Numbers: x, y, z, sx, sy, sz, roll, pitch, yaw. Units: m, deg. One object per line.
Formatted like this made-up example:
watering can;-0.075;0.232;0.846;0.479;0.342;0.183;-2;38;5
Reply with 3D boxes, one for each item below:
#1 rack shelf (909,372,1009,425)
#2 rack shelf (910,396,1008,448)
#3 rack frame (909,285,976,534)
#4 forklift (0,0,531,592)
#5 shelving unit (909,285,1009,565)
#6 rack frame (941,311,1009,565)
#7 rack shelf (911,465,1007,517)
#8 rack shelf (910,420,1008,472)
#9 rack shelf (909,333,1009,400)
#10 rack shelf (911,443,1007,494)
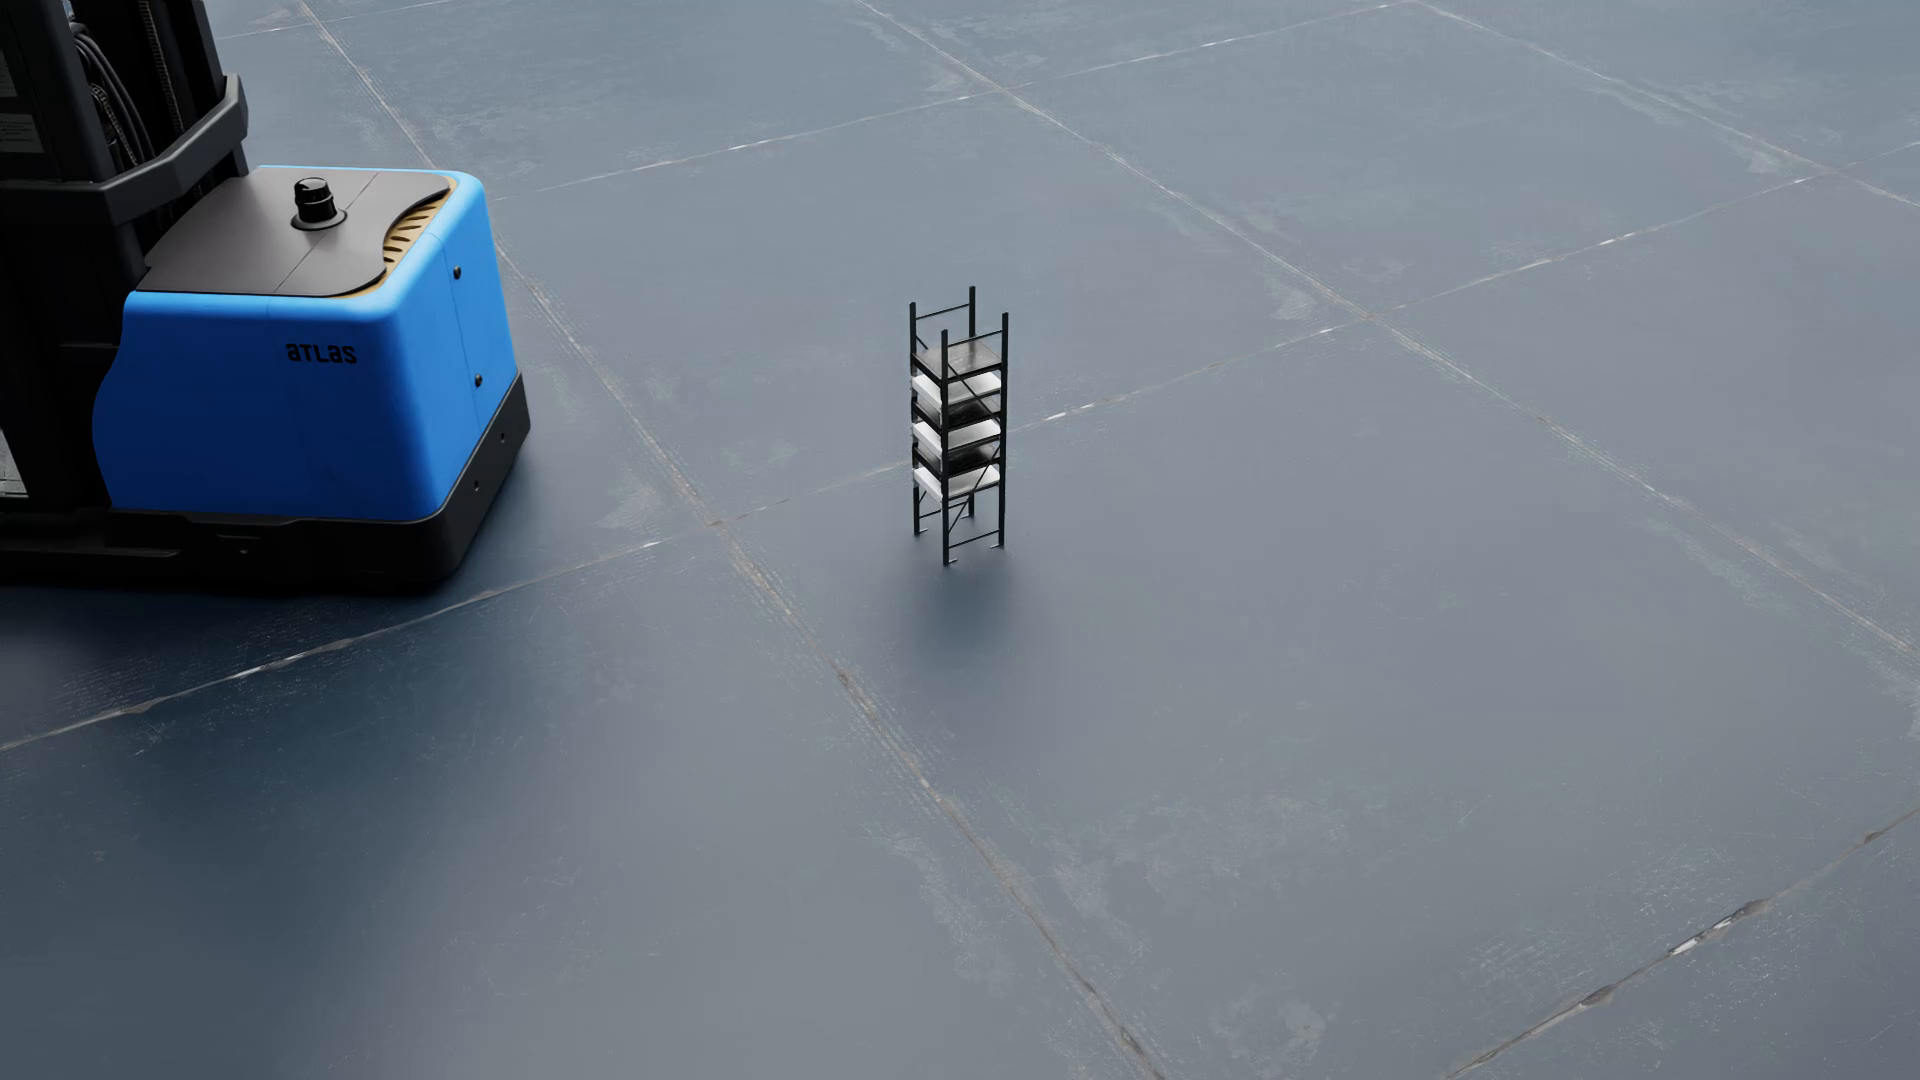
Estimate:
rack shelf;-0.004;-0.486;5.404;0.258;0.077;0.200;-19;40;-24
rack shelf;-0.004;-0.413;5.457;0.258;0.077;0.200;-19;40;-24
rack frame;-0.055;-0.419;5.561;0.240;0.900;0.006;-19;40;-24
forklift;-3.142;-1.355;5.120;3.031;2.935;1.130;3;36;3
shelving unit;-0.004;-0.368;5.490;0.258;0.900;0.210;-19;40;-24
rack frame;0.047;-0.316;5.419;0.240;0.900;0.006;-19;40;-24
rack shelf;-0.004;-0.195;5.616;0.258;0.077;0.200;-19;40;-24
rack shelf;-0.004;-0.341;5.510;0.258;0.077;0.200;-19;40;-24
rack shelf;-0.004;-0.559;5.351;0.258;0.077;0.200;-19;40;-24
rack shelf;-0.004;-0.268;5.563;0.258;0.077;0.200;-19;40;-24
